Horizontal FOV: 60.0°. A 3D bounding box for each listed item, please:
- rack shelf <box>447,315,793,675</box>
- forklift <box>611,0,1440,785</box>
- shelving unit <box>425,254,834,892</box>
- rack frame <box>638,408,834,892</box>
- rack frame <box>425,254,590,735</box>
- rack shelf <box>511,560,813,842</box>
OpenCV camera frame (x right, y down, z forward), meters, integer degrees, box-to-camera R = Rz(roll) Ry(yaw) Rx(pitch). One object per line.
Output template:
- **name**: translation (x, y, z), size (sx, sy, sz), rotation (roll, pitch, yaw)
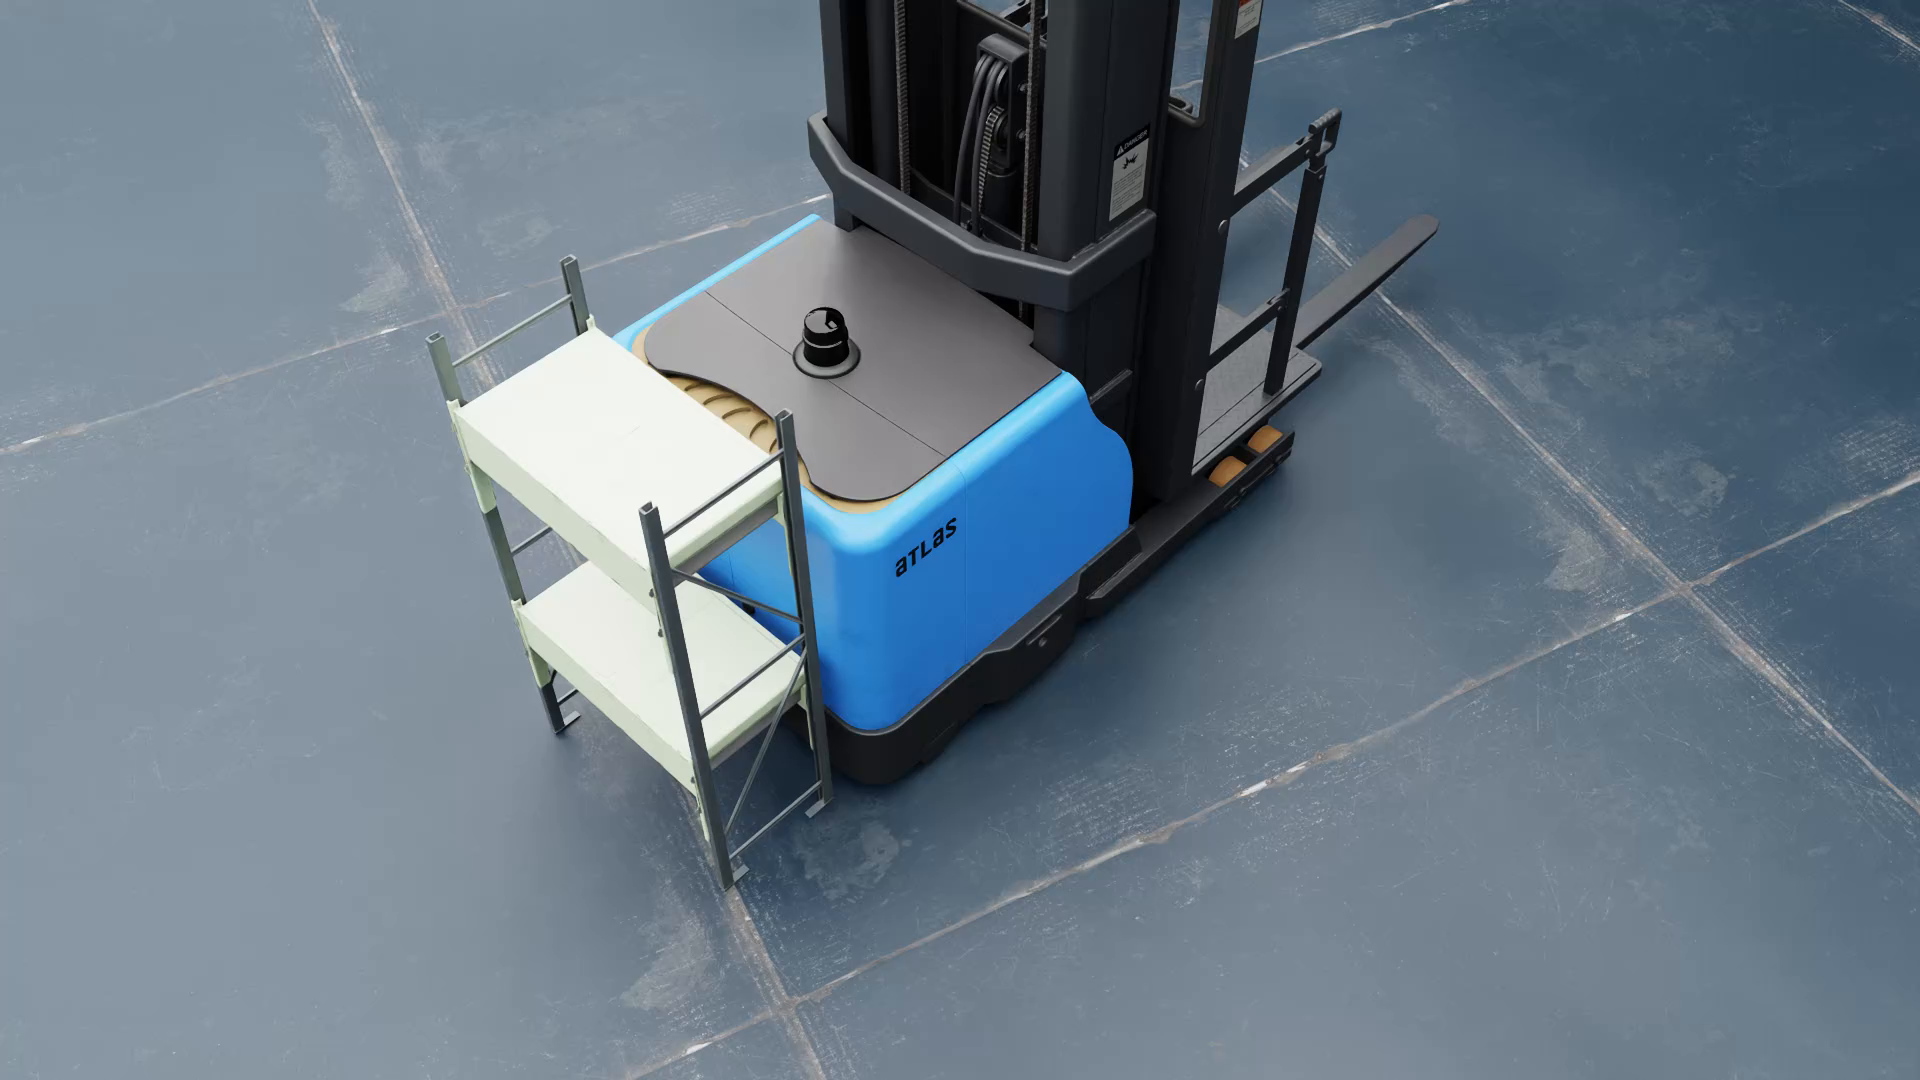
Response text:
- **rack shelf**: translation (-0.762, -0.118, 3.838), size (0.720, 0.370, 0.431), rotation (36, 58, 27)
- **forklift**: translation (0.435, -1.309, 4.447), size (1.130, 2.935, 3.031), rotation (36, 58, 27)
- **shelving unit**: translation (-0.762, 0.139, 4.132), size (0.755, 1.500, 0.431), rotation (36, 58, 27)
- **rack frame**: translation (-0.496, 0.329, 3.966), size (0.023, 1.500, 0.400), rotation (36, 58, 27)
- **rack frame**: translation (-1.027, -0.051, 4.298), size (0.023, 1.500, 0.400), rotation (36, 58, 27)
- **rack shelf**: translation (-0.762, 0.354, 4.377), size (0.720, 0.370, 0.431), rotation (36, 58, 27)
